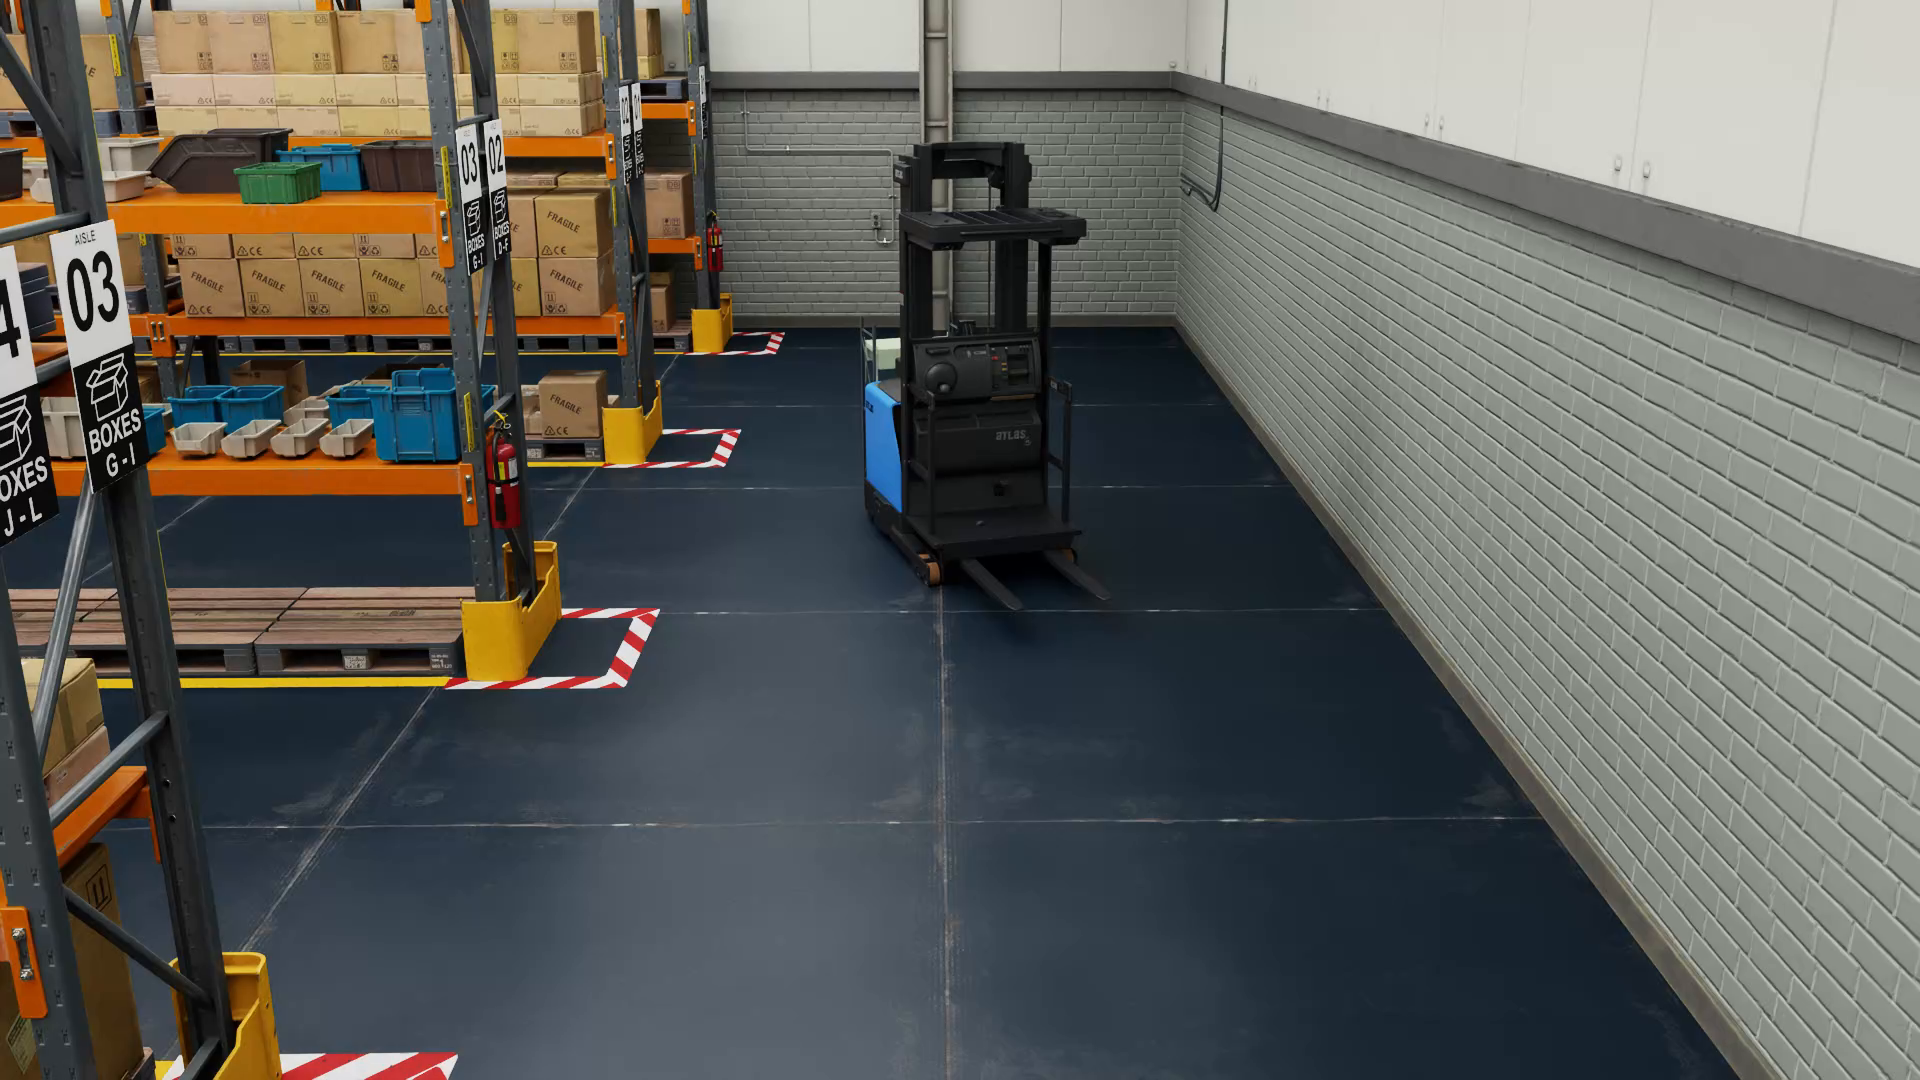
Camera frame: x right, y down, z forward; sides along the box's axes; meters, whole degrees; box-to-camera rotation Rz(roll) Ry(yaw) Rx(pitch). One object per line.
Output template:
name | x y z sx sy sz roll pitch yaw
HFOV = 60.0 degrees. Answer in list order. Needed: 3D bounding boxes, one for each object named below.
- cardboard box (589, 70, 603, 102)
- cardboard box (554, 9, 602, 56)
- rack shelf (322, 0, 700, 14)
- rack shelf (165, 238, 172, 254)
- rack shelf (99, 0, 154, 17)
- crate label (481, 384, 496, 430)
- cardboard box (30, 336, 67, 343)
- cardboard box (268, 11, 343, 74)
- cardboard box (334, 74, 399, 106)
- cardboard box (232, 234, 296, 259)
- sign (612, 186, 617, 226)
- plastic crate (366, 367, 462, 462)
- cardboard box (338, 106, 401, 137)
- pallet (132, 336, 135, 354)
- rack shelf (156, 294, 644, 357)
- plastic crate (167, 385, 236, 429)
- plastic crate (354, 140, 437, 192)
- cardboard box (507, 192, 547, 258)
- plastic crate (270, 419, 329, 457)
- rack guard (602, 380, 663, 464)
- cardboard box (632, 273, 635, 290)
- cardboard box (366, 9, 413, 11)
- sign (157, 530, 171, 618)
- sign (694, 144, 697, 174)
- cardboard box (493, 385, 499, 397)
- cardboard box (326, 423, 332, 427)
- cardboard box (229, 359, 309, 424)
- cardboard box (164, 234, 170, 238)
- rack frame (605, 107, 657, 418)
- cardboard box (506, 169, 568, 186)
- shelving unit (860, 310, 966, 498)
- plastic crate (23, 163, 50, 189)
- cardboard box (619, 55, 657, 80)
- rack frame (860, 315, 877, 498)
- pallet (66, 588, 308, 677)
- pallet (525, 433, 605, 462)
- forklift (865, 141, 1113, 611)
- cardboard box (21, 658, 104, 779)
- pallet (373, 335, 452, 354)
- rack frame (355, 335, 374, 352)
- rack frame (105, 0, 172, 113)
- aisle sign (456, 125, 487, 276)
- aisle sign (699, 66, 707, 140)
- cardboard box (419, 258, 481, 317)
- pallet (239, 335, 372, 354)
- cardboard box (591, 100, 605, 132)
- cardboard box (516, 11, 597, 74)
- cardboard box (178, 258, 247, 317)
cardboard box | -3.406 -3.944 14.448 0.500 0.250 0.500 0 18 -1
cardboard box | -4.198 -5.661 18.539 0.500 0.500 0.500 0 18 1
rack shelf | -4.970 -6.099 18.661 4.000 0.370 1.077 0 18 -1
rack shelf | -8.969 -3.414 19.456 4.000 0.370 1.077 0 18 -1
rack shelf | -8.888 -4.567 13.884 4.000 0.370 1.077 0 18 -1
crate label | -3.066 -0.807 10.330 0.303 0.233 0.416 0 18 -1
cardboard box | -8.375 -1.696 15.070 0.500 0.250 0.500 0 18 -1
cardboard box | -5.400 -4.182 13.963 0.500 0.500 0.700 0 18 -1
cardboard box | -4.898 -3.779 13.932 0.500 0.250 0.500 0 18 -1
cardboard box | -5.896 -2.696 14.239 0.500 0.500 0.500 -1 18 -3
sign | -2.900 -2.804 13.966 0.005 0.325 0.100 0 18 -1
plastic crate | -3.146 -0.746 9.806 0.499 0.435 0.616 0 18 -1
cardboard box | -4.898 -3.543 14.017 0.500 0.250 0.500 0 18 -1
pallet | -10.180 -2.399 19.682 1.213 0.211 1.003 0 18 -1
rack shelf | -4.888 -1.920 14.800 4.000 0.370 1.077 0 18 -1
plastic crate | -4.682 -0.800 10.306 0.300 0.233 0.416 0 18 -1
plastic crate | -3.203 -2.209 9.825 0.590 0.269 0.497 0 18 -1
cardboard box | -3.834 -2.707 14.275 0.500 0.500 0.500 0 18 1
plastic crate | -3.916 -0.606 9.860 0.243 0.136 0.396 0 18 -1
rack guard | -2.964 -1.082 15.101 0.348 0.500 1.175 0 18 -1
cardboard box | -3.794 -3.013 19.374 0.250 0.149 0.380 0 18 -2
cardboard box | -6.252 -5.645 18.491 0.500 0.500 0.500 0 18 -1
sign | -2.738 0.134 5.672 0.005 0.325 0.100 0 18 -1
sign | -2.976 -4.283 18.706 0.005 0.325 0.100 0 18 -1
cardboard box | -4.436 -1.252 15.320 0.500 0.250 0.500 0 18 -1
cardboard box | -5.600 -1.056 14.848 0.250 0.166 0.380 0 18 -1
cardboard box | -6.323 -1.361 15.253 0.500 0.500 0.500 0 18 -1
cardboard box | -9.103 -3.578 19.169 0.250 0.149 0.380 0 18 -1
rack frame | -2.888 -2.272 14.720 0.127 3.000 1.000 0 18 -1
cardboard box | -4.970 -3.915 19.349 0.700 0.700 0.980 -1 18 -4
shelving unit | -0.373 -1.044 13.346 0.755 1.500 0.431 -6 19 -17
plastic crate | -5.548 -2.165 9.907 0.466 0.136 0.293 0 18 -1
cardboard box | -3.698 -5.305 18.658 0.500 0.250 0.500 0 18 1
rack frame | -0.721 -1.009 13.238 0.023 1.500 0.400 -6 19 -17
pallet | -4.856 0.566 10.439 1.213 0.211 1.003 0 18 -1
pallet | -3.761 -0.940 15.132 1.213 0.211 1.003 0 18 -1
forklift | 0.192 -1.215 11.536 1.130 2.935 3.031 -6 19 -17
cardboard box | -3.220 0.603 5.515 0.500 0.250 0.500 -1 18 -2
pallet | -6.208 -2.418 19.739 1.213 0.211 1.003 0 18 -1
rack frame | -6.970 -3.766 19.376 0.127 3.000 1.000 0 18 -1
rack frame | -6.888 -5.109 13.743 0.127 3.000 1.000 0 18 -1
aisle sign | -2.737 -1.908 9.329 0.004 0.787 0.394 0 18 -1
aisle sign | -2.894 -4.932 18.754 0.004 0.787 0.394 0 18 -1
cardboard box | -4.349 -2.230 14.425 0.500 0.500 0.500 0 18 0
pallet | -7.740 -2.411 19.719 1.213 0.211 1.003 0 18 -1
cardboard box | -3.406 -3.704 14.519 0.500 0.250 0.500 0 18 -1
cardboard box | -3.402 -4.217 14.070 0.500 0.500 0.700 0 18 -1
cardboard box | -6.374 -2.220 14.393 0.500 0.500 0.500 0 18 1
